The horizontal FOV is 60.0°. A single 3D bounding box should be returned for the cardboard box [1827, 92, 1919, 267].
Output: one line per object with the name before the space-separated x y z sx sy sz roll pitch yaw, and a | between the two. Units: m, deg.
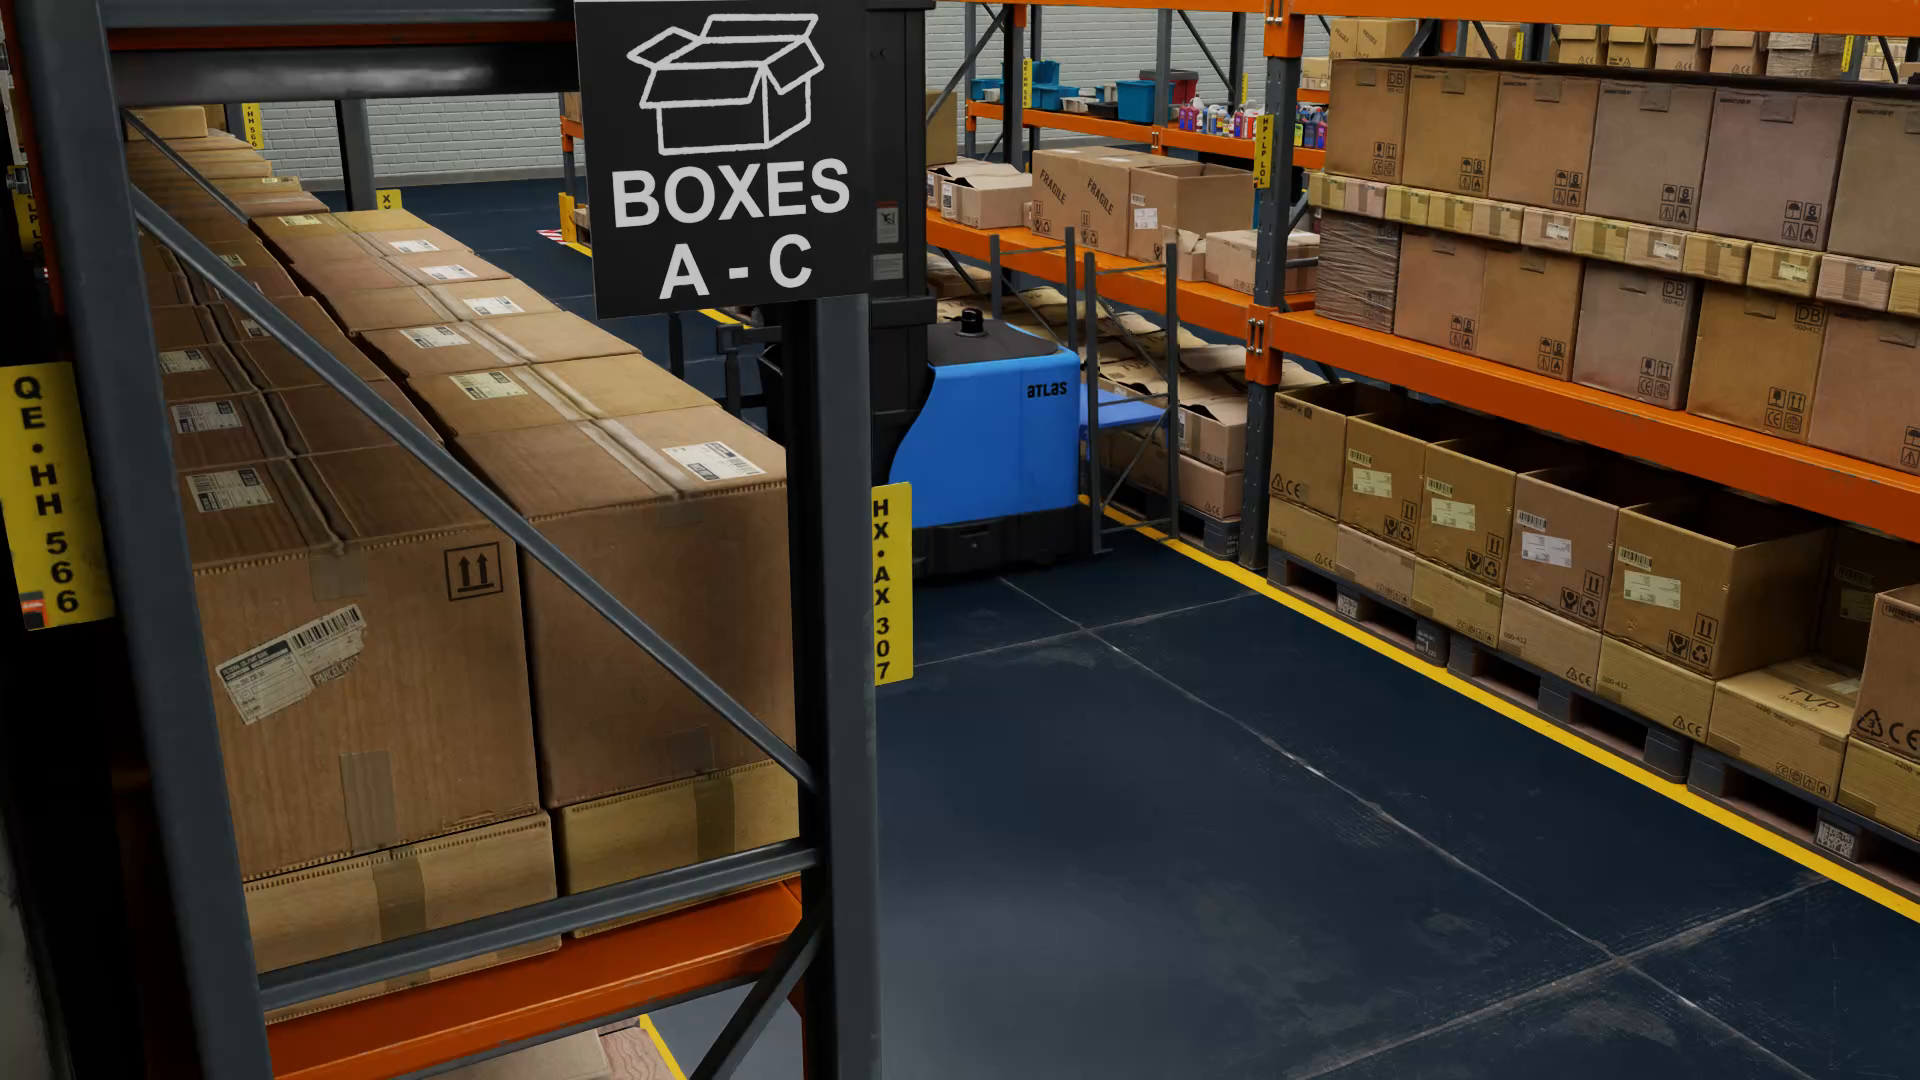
cardboard box | 3.271 -1.165 5.342 0.700 0.500 0.500 -11 22 -28

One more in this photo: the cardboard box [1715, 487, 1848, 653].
cardboard box | 3.214 0.071 6.326 0.500 0.500 0.500 -10 21 -27

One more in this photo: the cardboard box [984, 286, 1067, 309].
cardboard box | 0.427 -1.551 11.316 0.500 0.311 0.500 -9 21 -25

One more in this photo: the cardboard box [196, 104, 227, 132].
cardboard box | -4.398 -2.461 9.453 0.500 0.250 0.500 -9 21 -25

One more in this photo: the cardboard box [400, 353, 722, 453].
cardboard box | -0.785 -0.054 3.317 0.500 0.500 0.500 -10 21 -27

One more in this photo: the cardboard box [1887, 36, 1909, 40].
cardboard box | 14.322 -7.765 24.927 0.500 0.500 0.500 -10 21 -26

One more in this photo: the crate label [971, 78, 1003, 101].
crate label | 0.351 -5.389 19.893 0.416 0.233 0.303 -10 21 -27

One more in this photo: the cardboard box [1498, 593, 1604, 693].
cardboard box | 2.523 0.362 6.633 0.500 0.250 0.500 -10 21 -27

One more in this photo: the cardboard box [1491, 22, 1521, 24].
cardboard box | 6.553 -5.925 19.904 0.500 0.500 0.500 -10 21 -27

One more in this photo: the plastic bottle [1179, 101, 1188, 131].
plastic bottle | 2.222 -4.187 16.423 0.061 0.283 0.133 -10 21 -27

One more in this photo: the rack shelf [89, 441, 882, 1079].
rack shelf | -1.547 0.332 4.252 1.077 0.370 4.000 -10 21 -27

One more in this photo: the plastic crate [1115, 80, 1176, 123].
plastic crate | 1.901 -4.516 17.129 0.392 0.384 0.575 -10 21 -27

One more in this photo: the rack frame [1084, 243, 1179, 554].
rack frame | 0.856 -0.690 8.220 0.500 1.500 0.032 -10 18 -23

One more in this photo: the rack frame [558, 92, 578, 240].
rack frame | -3.837 -4.796 18.008 1.000 3.000 0.127 -10 21 -27

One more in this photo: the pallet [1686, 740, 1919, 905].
pallet | 3.361 0.902 5.769 1.003 0.211 1.213 -10 21 -27

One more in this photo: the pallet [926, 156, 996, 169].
pallet | -0.422 -2.592 11.916 1.213 0.211 1.003 -10 21 -27

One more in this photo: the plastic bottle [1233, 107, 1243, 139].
plastic bottle | 2.644 -3.932 15.684 0.061 0.283 0.133 -10 21 -27

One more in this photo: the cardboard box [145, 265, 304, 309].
cardboard box | -1.983 -0.415 4.363 0.500 0.500 0.500 -9 21 -25

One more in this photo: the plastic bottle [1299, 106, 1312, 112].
plastic bottle | 3.308 -4.042 16.015 0.152 0.276 0.135 -10 21 -27

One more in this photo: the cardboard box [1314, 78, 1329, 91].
cardboard box | 4.884 -5.984 21.836 0.380 0.149 0.250 -10 22 -27

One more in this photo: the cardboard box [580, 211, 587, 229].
cardboard box | -3.822 -3.419 17.688 0.380 0.166 0.250 -10 21 -27

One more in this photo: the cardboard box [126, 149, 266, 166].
cardboard box | -3.553 -1.499 7.625 0.700 0.500 0.500 -10 21 -27

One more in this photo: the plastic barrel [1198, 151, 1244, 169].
plastic barrel | 2.667 -3.461 16.714 0.600 0.901 0.708 -10 21 -27

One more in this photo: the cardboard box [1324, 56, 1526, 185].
cardboard box | 2.077 -1.885 7.431 0.700 0.500 0.500 -10 21 -26

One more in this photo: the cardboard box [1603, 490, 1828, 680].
cardboard box | 2.756 0.151 6.093 0.500 0.500 0.500 -10 21 -27

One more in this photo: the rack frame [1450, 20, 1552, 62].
rack frame | 4.323 -3.265 13.573 1.000 3.000 0.127 -10 21 -27

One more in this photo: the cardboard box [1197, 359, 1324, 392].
cardboard box | 1.651 -0.817 9.188 0.500 0.311 0.500 -10 22 -27

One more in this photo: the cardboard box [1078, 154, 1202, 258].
cardboard box | 1.023 -1.916 9.510 0.500 0.500 0.500 -10 21 -27

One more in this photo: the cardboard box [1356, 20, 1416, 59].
cardboard box | 5.362 -6.282 20.940 0.500 0.500 0.500 -11 22 -28

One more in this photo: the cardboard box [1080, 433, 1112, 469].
cardboard box | 0.927 -0.616 9.467 0.500 0.250 0.500 -9 21 -25

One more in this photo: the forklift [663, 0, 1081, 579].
forklift | -0.962 -1.223 7.758 3.031 2.935 1.130 -8 21 -22

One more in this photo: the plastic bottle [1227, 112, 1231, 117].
plastic bottle | 2.583 -4.048 16.144 0.097 0.201 0.097 0 19 0

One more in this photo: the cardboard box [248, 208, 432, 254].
cardboard box | -2.000 -0.788 5.442 0.500 0.500 0.500 -10 21 -27

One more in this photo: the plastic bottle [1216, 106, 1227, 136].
plastic bottle | 2.513 -4.018 15.952 0.097 0.271 0.097 0 19 0

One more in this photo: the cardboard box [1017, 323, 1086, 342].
cardboard box | 0.449 -1.171 10.215 0.500 0.311 0.500 -11 22 -28

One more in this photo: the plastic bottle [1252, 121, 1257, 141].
plastic bottle | 2.779 -3.825 15.498 0.097 0.201 0.097 0 19 0

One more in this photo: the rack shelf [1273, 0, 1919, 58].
rack shelf | 2.811 -1.855 5.989 1.077 0.370 4.000 -10 21 -27

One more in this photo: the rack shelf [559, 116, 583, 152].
rack shelf | -2.887 -3.882 16.461 1.077 0.370 4.000 -10 21 -27

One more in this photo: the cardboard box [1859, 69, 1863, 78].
cardboard box | 11.114 -5.737 20.477 0.380 0.149 0.250 -10 21 -26

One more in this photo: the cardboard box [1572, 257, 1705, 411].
cardboard box | 2.813 -0.830 6.362 0.700 0.500 0.500 -9 21 -25

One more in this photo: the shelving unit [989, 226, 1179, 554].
shelving unit | 0.638 -0.813 8.663 0.538 1.500 1.048 -10 18 -23

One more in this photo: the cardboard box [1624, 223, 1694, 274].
cardboard box | 2.673 -1.082 6.097 0.380 0.149 0.250 -10 22 -27

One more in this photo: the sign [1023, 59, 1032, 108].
sign | 0.449 -3.133 11.416 0.100 0.325 0.005 -10 21 -27

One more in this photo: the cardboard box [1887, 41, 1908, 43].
cardboard box | 11.686 -6.119 20.672 0.380 0.149 0.250 -11 22 -28

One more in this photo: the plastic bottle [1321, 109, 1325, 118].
plastic bottle | 3.381 -3.910 15.639 0.097 0.271 0.097 0 19 0

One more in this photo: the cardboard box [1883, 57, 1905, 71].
cardboard box | 11.349 -5.733 20.011 0.380 0.149 0.250 -11 22 -29

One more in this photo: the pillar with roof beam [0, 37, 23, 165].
pillar with roof beam | -6.450 -8.171 18.593 9.100 9.000 0.400 -10 21 -27

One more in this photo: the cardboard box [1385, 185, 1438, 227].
cardboard box | 2.062 -1.452 7.169 0.380 0.149 0.250 -11 22 -28

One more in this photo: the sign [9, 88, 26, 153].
sign | -4.883 -2.191 8.685 0.100 0.325 0.005 -10 21 -27

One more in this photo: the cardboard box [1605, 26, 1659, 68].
cardboard box | 7.409 -5.321 17.840 0.797 0.503 0.637 -10 21 -26

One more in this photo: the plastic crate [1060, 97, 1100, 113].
plastic crate | 1.332 -4.771 18.248 0.293 0.136 0.466 -10 21 -27

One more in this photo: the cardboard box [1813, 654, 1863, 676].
cardboard box | 3.461 0.567 6.037 0.500 0.250 0.500 -10 21 -27
